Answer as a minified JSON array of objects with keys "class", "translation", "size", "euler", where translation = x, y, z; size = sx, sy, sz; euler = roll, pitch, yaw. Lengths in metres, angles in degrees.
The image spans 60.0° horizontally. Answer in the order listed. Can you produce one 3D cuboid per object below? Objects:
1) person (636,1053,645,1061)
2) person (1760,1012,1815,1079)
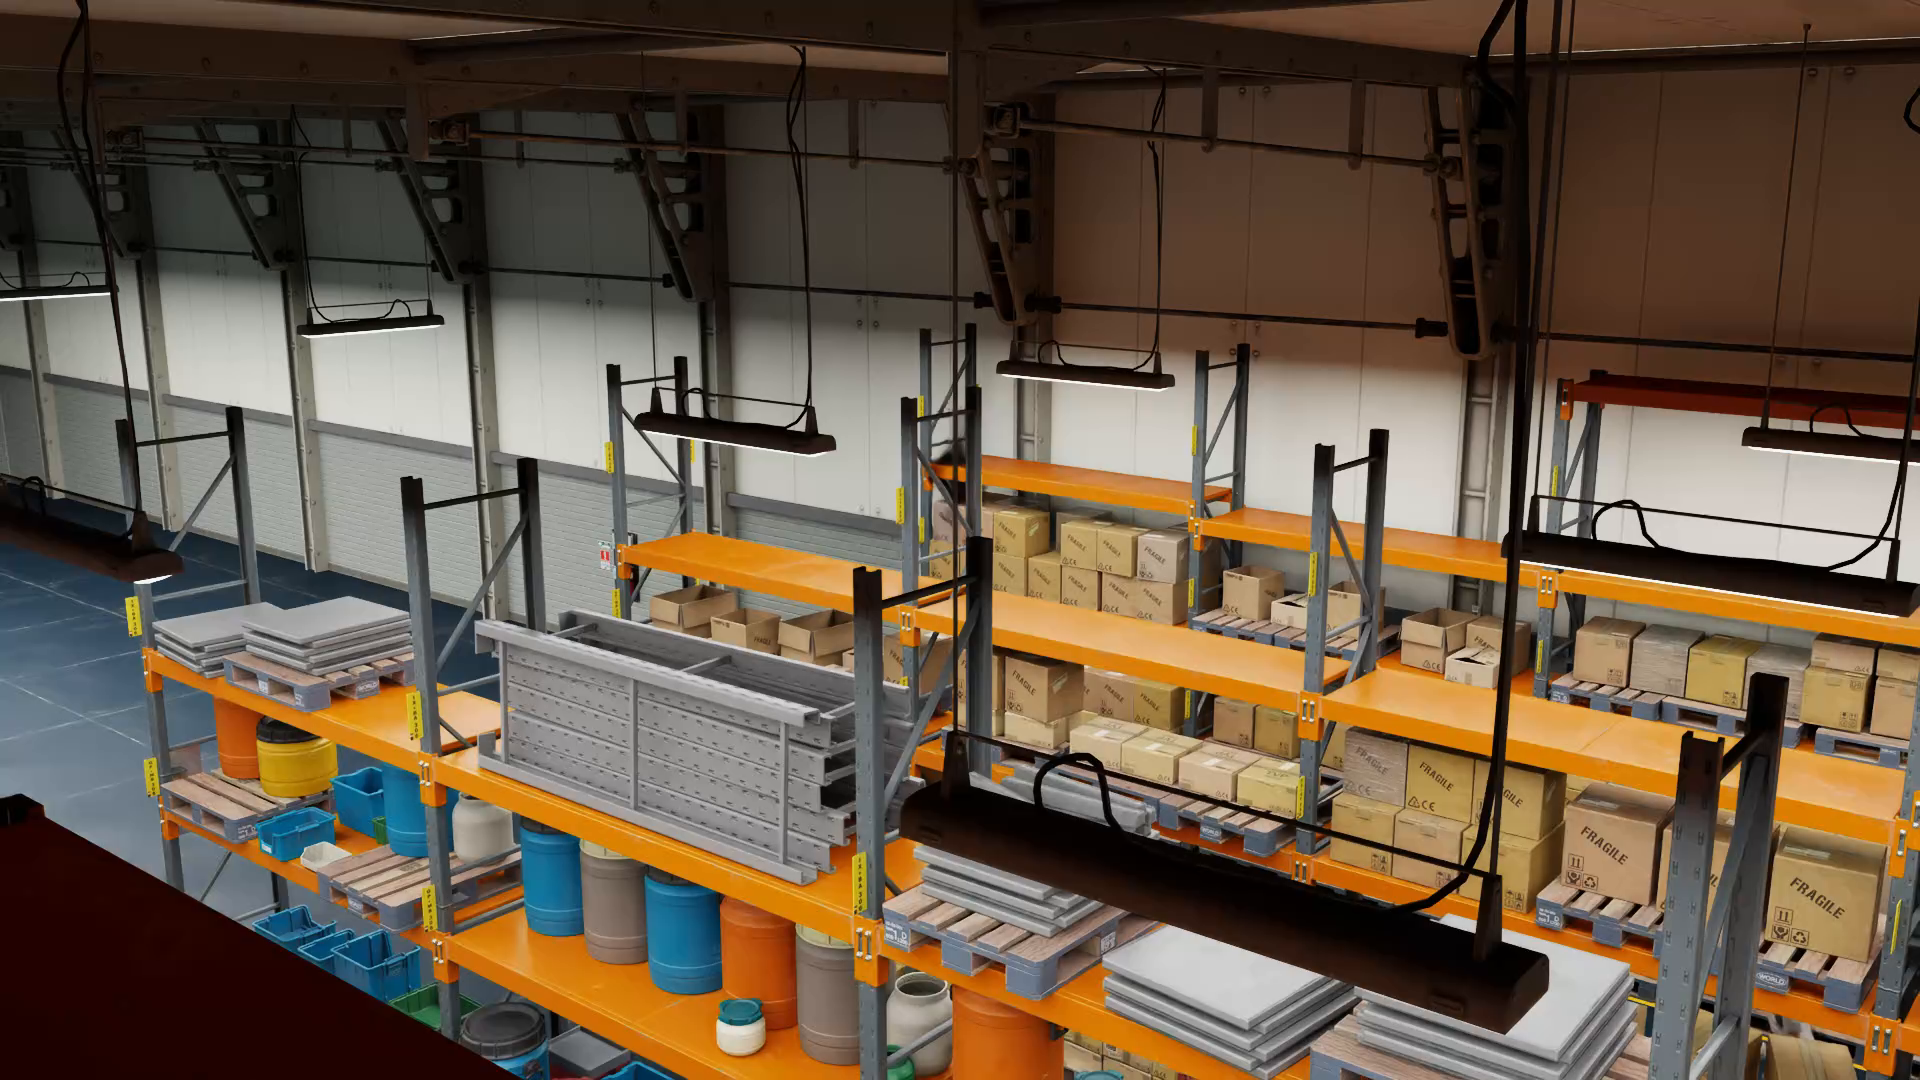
[{"class":"person","translation":[-3.111,3.959,14.885],"size":[0.726,1.713,0.638],"euler":[7,15,30]},{"class":"person","translation":[6.853,4.232,13.629],"size":[0.706,1.715,0.659],"euler":[5,14,21]}]
